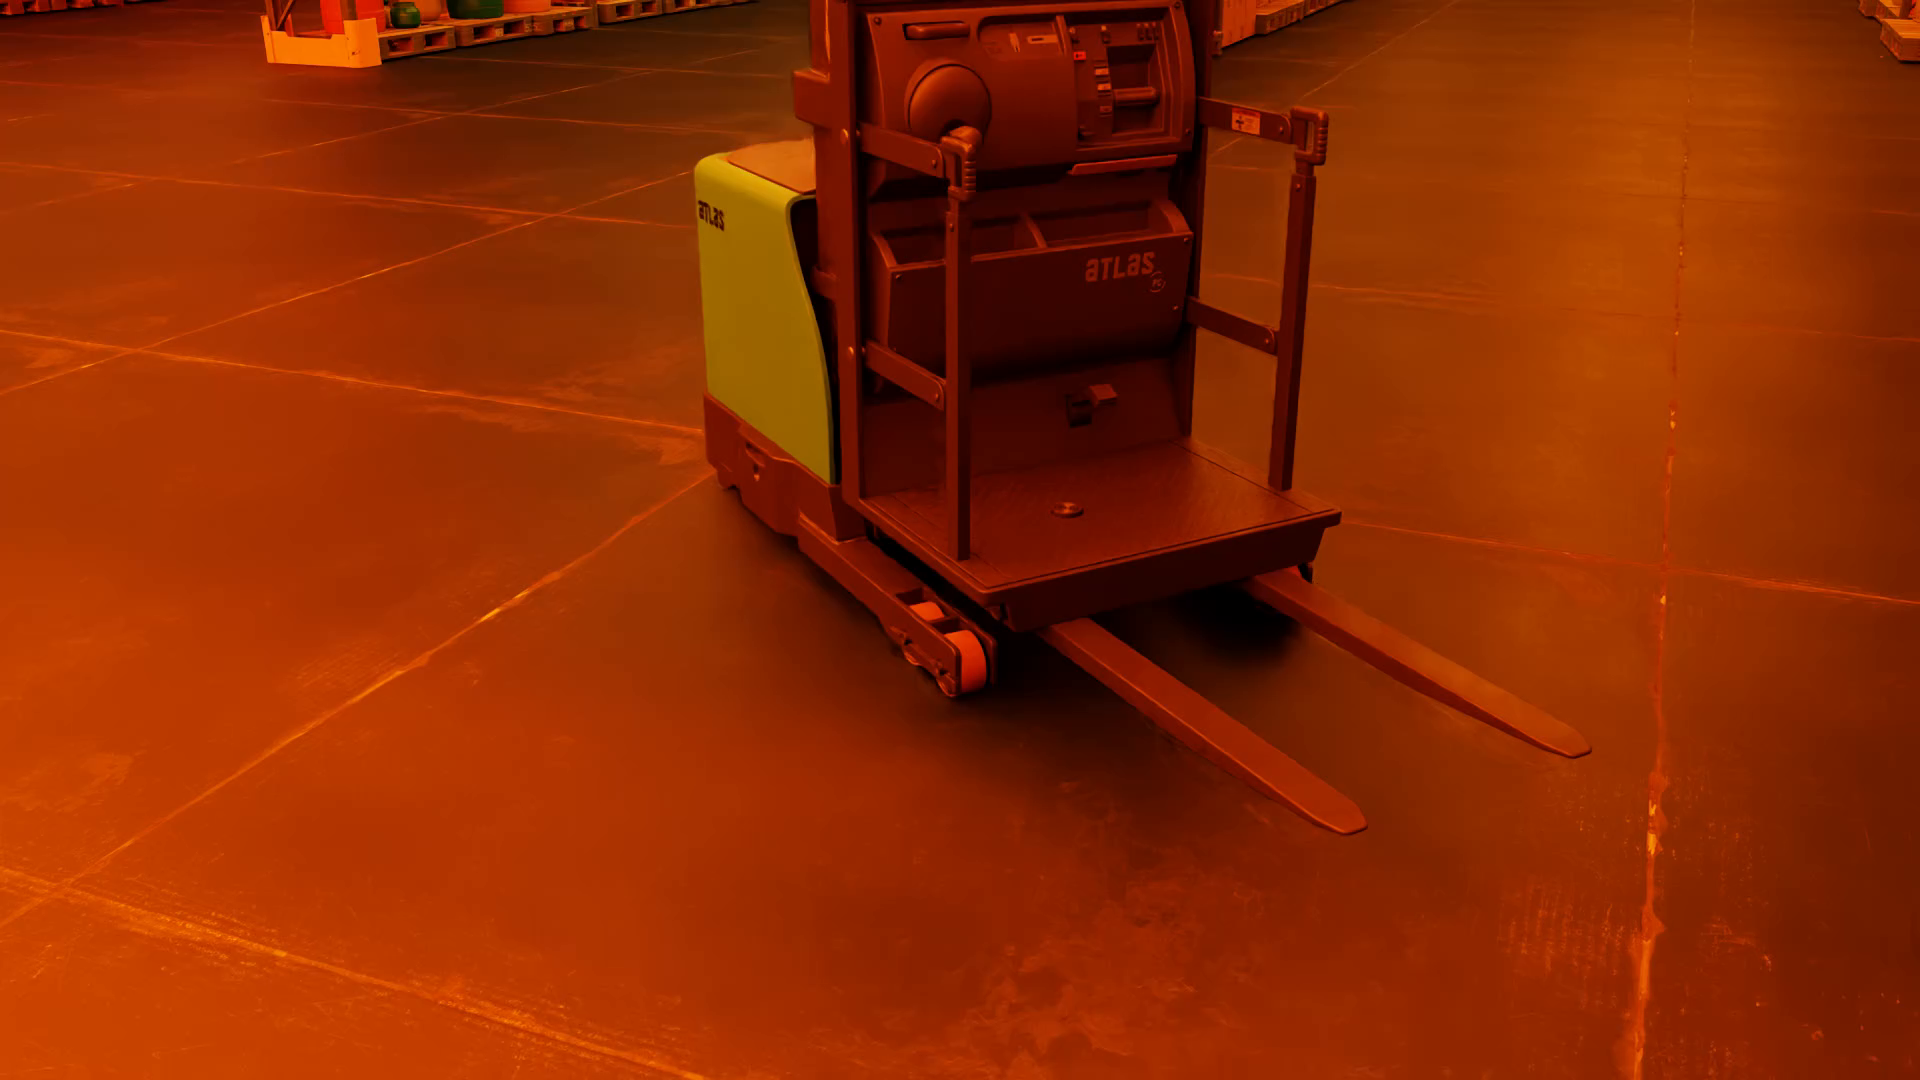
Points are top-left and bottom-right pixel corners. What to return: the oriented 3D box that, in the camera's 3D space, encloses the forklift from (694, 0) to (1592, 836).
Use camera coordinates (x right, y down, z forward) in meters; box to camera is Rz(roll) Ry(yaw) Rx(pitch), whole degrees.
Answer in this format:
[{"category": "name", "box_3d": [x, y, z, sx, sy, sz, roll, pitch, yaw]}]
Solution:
[{"category": "forklift", "box_3d": [0.302, -1.159, 4.066, 1.130, 2.935, 3.031, -12, 25, -26]}]
